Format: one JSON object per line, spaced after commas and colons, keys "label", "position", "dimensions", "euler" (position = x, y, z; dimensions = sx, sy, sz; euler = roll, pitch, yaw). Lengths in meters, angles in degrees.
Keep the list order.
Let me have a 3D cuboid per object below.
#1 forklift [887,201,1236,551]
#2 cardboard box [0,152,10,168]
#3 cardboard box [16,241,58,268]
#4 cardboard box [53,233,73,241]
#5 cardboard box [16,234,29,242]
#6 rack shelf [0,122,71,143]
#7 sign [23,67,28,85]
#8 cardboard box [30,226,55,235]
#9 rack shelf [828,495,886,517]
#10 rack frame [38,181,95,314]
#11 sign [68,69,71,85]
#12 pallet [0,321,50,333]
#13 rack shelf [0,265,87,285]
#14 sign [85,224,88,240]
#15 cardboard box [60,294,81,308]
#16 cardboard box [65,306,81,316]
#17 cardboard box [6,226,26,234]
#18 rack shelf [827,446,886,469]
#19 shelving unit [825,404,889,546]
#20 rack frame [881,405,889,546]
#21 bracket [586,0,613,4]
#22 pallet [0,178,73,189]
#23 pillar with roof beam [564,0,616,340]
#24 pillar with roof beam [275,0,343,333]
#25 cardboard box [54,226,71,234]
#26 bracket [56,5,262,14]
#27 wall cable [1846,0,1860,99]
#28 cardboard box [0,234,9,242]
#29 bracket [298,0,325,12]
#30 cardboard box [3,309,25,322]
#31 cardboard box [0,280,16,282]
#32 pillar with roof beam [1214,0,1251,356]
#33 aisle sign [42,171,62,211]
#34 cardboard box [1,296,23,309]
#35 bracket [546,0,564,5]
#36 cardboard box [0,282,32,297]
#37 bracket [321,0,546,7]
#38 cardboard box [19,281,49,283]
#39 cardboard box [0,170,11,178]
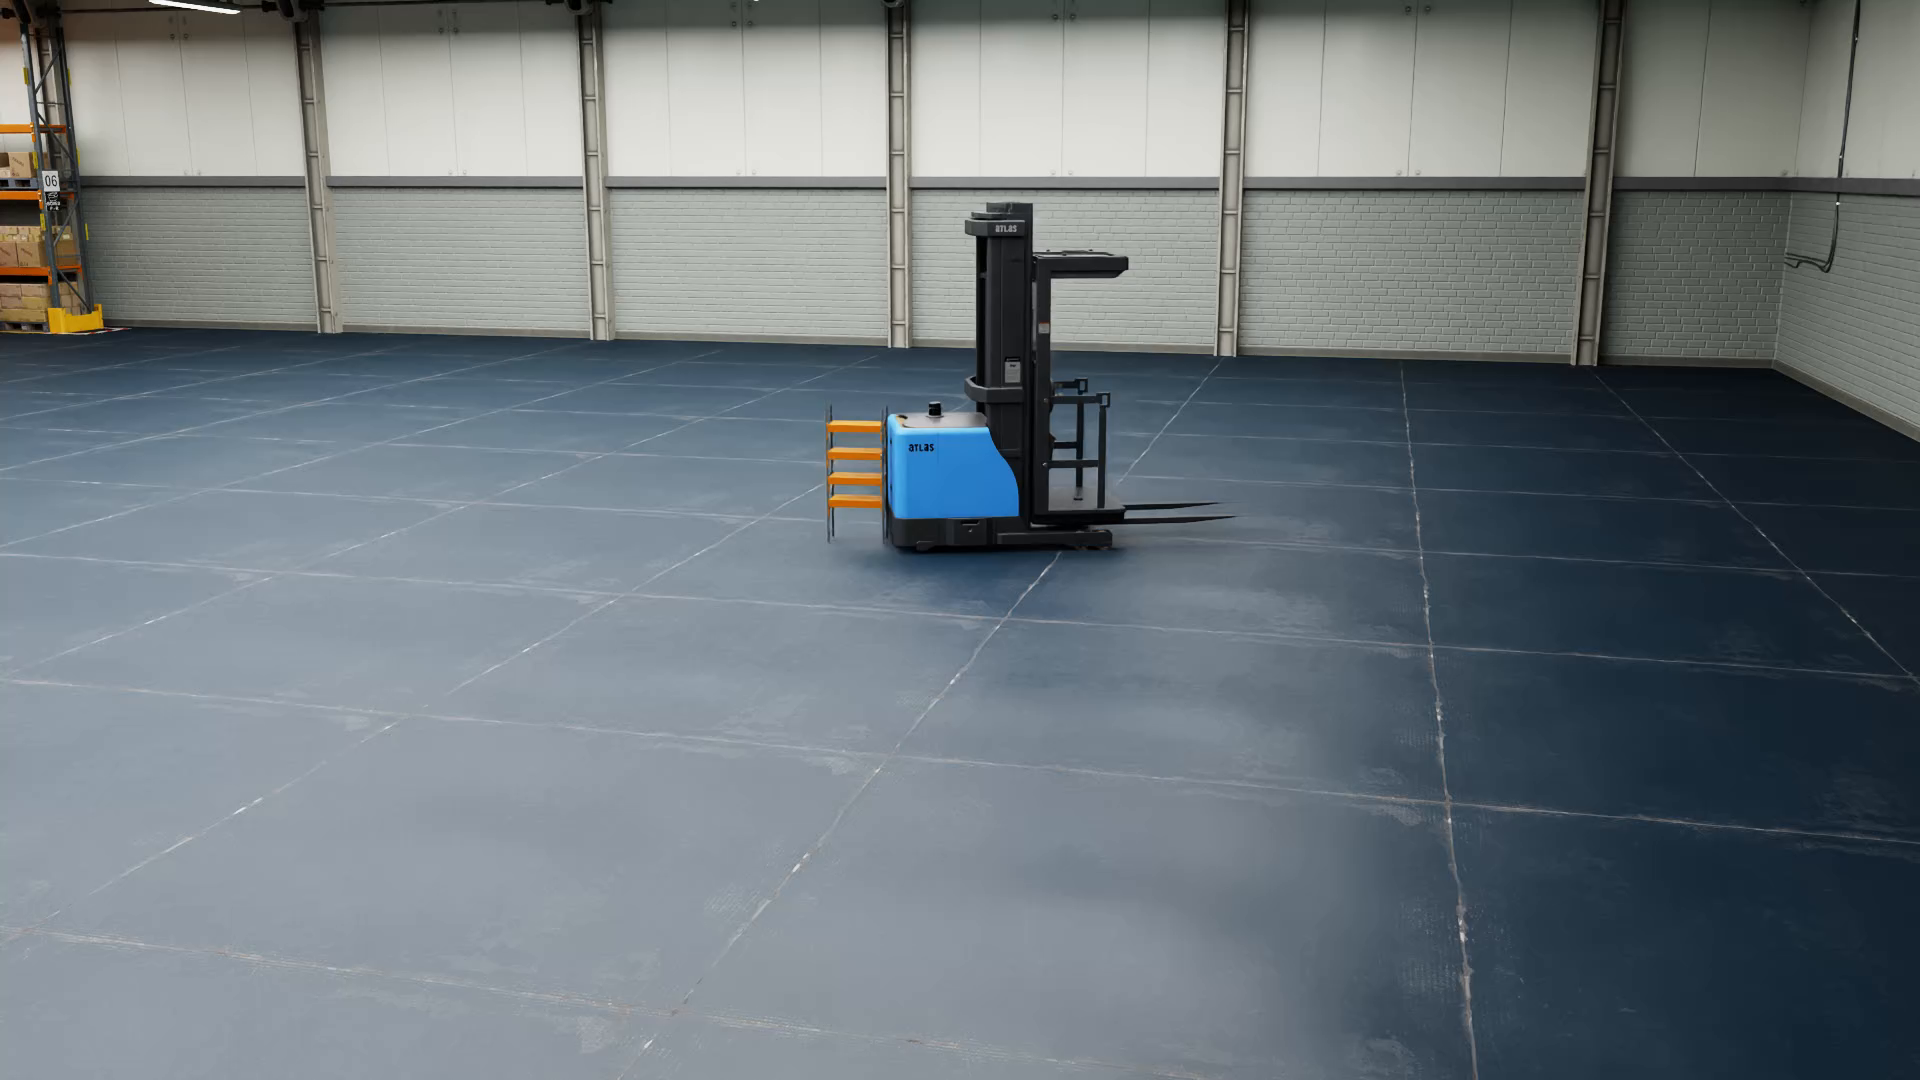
{"label": "forklift", "position": [0.891, -1.454, 14.521], "dimensions": [3.031, 2.935, 1.130], "euler": [-2, 13, -7]}
{"label": "cardboard box", "position": [-19.582, -7.576, 33.597], "dimensions": [0.500, 0.500, 0.700], "euler": [3, 13, 14]}
{"label": "cardboard box", "position": [-18.664, -5.782, 33.638], "dimensions": [0.500, 0.500, 0.500], "euler": [3, 13, 12]}
{"label": "cardboard box", "position": [-18.391, -6.200, 34.026], "dimensions": [0.250, 0.149, 0.380], "euler": [3, 13, 12]}
{"label": "cardboard box", "position": [-18.783, -6.094, 33.548], "dimensions": [0.250, 0.149, 0.380], "euler": [3, 13, 14]}
{"label": "rack shelf", "position": [-20.066, -8.249, 33.722], "dimensions": [4.000, 0.370, 1.077], "euler": [3, 13, 14]}
{"label": "sign", "position": [-18.268, -9.073, 32.512], "dimensions": [0.005, 0.325, 0.100], "euler": [3, 13, 14]}
{"label": "cardboard box", "position": [-18.522, -6.248, 33.553], "dimensions": [0.250, 0.149, 0.380], "euler": [3, 13, 14]}
{"label": "rack shelf", "position": [-0.897, -0.308, 14.580], "dimensions": [0.480, 0.148, 0.258], "euler": [2, 13, 7]}
{"label": "rack frame", "position": [-18.124, -5.763, 33.782], "dimensions": [0.127, 3.000, 1.000], "euler": [3, 13, 14]}
{"label": "sign", "position": [-17.985, -9.341, 33.539], "dimensions": [0.005, 0.325, 0.100], "euler": [3, 13, 14]}
{"label": "pallet", "position": [-18.876, -4.432, 34.223], "dimensions": [1.213, 0.211, 1.003], "euler": [3, 13, 14]}
{"label": "rack shelf", "position": [-20.066, -5.515, 34.328], "dimensions": [4.000, 0.370, 1.077], "euler": [3, 13, 14]}
{"label": "sign", "position": [-17.985, -6.340, 34.205], "dimensions": [0.005, 0.325, 0.100], "euler": [3, 13, 14]}
{"label": "cardboard box", "position": [-18.530, -4.937, 34.287], "dimensions": [0.500, 0.250, 0.500], "euler": [3, 13, 15]}
{"label": "cardboard box", "position": [-18.554, -4.692, 34.335], "dimensions": [0.500, 0.250, 0.500], "euler": [3, 13, 14]}
{"label": "cardboard box", "position": [-19.029, -6.262, 33.617], "dimensions": [0.250, 0.149, 0.380], "euler": [3, 13, 15]}
{"label": "rack shelf", "position": [-0.897, -0.720, 14.488], "dimensions": [0.480, 0.148, 0.258], "euler": [2, 13, 7]}
{"label": "shelving unit", "position": [-0.897, -0.568, 14.522], "dimensions": [0.503, 1.200, 0.258], "euler": [2, 13, 7]}
{"label": "rack frame", "position": [-0.655, -0.561, 14.493], "dimensions": [0.015, 1.200, 0.240], "euler": [2, 13, 7]}
{"label": "bracket", "position": [-6.615, -9.955, 30.519], "dimensions": [0.430, 0.232, 0.235], "euler": [3, 13, 14]}
{"label": "pallet", "position": [-18.804, -7.226, 33.657], "dimensions": [1.213, 0.211, 1.003], "euler": [3, 13, 14]}
{"label": "pillar with roof beam", "position": [-7.965, -7.389, 27.262], "dimensions": [0.548, 9.000, 9.100], "euler": [3, 13, 14]}
{"label": "pillar with roof beam", "position": [-13.790, -7.700, 28.666], "dimensions": [0.548, 9.000, 9.100], "euler": [3, 13, 14]}
{"label": "cardboard box", "position": [-18.399, -6.336, 33.950], "dimensions": [0.250, 0.149, 0.380], "euler": [3, 13, 12]}
{"label": "bracket", "position": [-15.748, -10.444, 32.720], "dimensions": [4.783, 0.066, 0.076], "euler": [3, 13, 14]}
{"label": "wall cable", "position": [12.438, -7.310, 22.415], "dimensions": [0.112, 2.526, 3.097], "euler": [3, 13, 14]}
{"label": "cardboard box", "position": [-19.258, -6.136, 33.736], "dimensions": [0.250, 0.149, 0.380], "euler": [3, 13, 13]}
{"label": "bracket", "position": [-12.441, -10.267, 31.923], "dimensions": [0.430, 0.232, 0.235], "euler": [3, 13, 14]}
{"label": "cardboard box", "position": [-19.136, -4.611, 33.970], "dimensions": [0.500, 0.250, 0.500], "euler": [3, 13, 14]}
{"label": "cardboard box", "position": [-20.010, -5.260, 34.585], "dimensions": [0.500, 0.250, 0.500], "euler": [3, 13, 12]}
{"label": "pillar with roof beam", "position": [3.686, -6.766, 24.455], "dimensions": [0.548, 9.000, 9.100], "euler": [3, 13, 14]}
{"label": "aisle sign", "position": [-18.130, -6.967, 33.207], "dimensions": [0.004, 0.787, 0.394], "euler": [3, 13, 14]}
{"label": "cardboard box", "position": [-19.156, -4.857, 33.926], "dimensions": [0.500, 0.250, 0.500], "euler": [3, 13, 13]}
{"label": "bracket", "position": [-7.421, -9.999, 30.713], "dimensions": [0.430, 0.232, 0.235], "euler": [3, 13, 14]}
{"label": "cardboard box", "position": [-19.143, -5.097, 33.852], "dimensions": [0.500, 0.250, 0.500], "euler": [3, 13, 15]}
{"label": "bracket", "position": [-9.923, -10.132, 31.316], "dimensions": [4.783, 0.066, 0.076], "euler": [3, 13, 14]}
{"label": "cardboard box", "position": [-19.031, -5.203, 34.332], "dimensions": [0.500, 0.250, 0.500], "euler": [3, 13, 14]}
{"label": "cardboard box", "position": [-19.001, -7.337, 33.334], "dimensions": [0.250, 0.149, 0.380], "euler": [3, 13, 12]}
